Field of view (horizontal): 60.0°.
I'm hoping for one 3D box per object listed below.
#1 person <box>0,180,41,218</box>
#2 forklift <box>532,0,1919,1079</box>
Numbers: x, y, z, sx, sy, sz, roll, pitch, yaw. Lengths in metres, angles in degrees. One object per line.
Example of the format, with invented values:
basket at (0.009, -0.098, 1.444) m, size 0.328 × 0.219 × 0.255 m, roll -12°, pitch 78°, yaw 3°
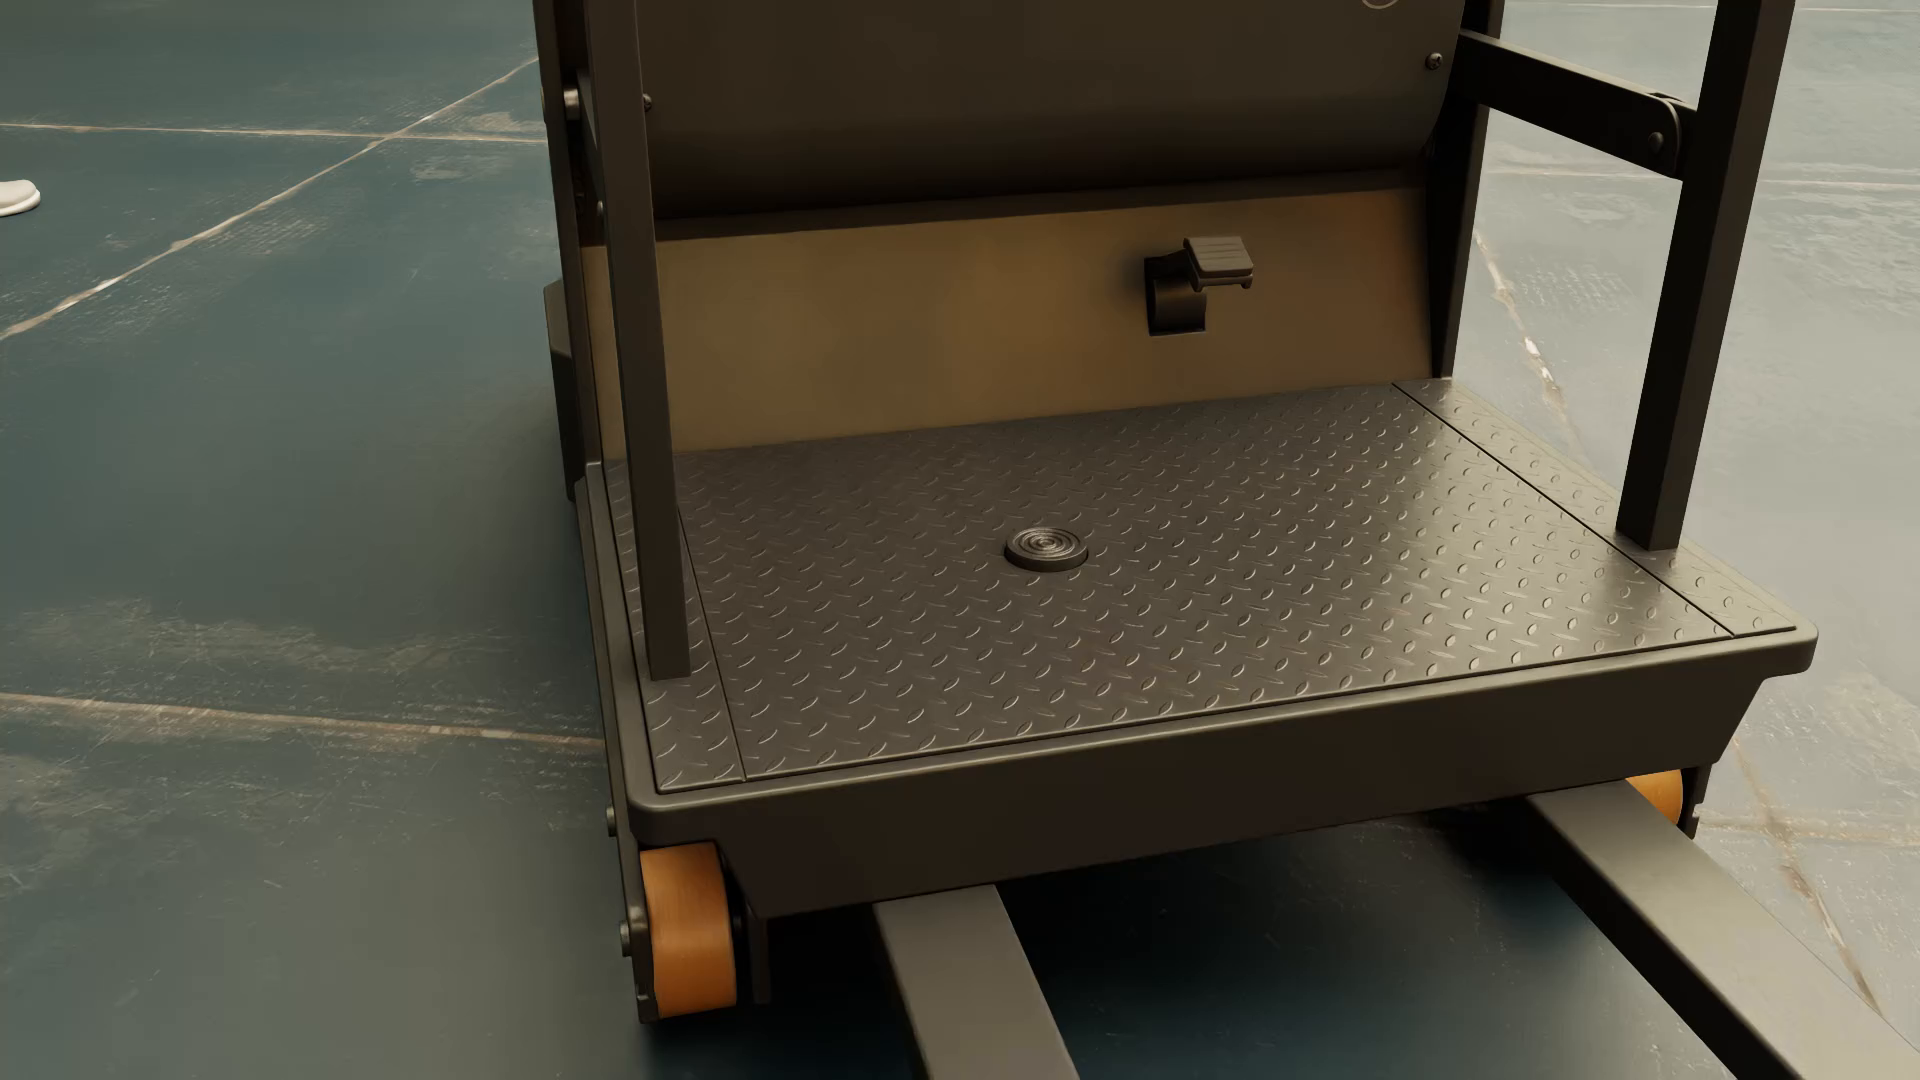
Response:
person at (-2.603, -1.589, 3.757) m, size 0.519 × 1.728 × 0.385 m, roll 12°, pitch 29°, yaw 22°
forklift at (0.153, -1.049, 1.319) m, size 1.130 × 2.935 × 3.031 m, roll -7°, pitch 27°, yaw -13°
